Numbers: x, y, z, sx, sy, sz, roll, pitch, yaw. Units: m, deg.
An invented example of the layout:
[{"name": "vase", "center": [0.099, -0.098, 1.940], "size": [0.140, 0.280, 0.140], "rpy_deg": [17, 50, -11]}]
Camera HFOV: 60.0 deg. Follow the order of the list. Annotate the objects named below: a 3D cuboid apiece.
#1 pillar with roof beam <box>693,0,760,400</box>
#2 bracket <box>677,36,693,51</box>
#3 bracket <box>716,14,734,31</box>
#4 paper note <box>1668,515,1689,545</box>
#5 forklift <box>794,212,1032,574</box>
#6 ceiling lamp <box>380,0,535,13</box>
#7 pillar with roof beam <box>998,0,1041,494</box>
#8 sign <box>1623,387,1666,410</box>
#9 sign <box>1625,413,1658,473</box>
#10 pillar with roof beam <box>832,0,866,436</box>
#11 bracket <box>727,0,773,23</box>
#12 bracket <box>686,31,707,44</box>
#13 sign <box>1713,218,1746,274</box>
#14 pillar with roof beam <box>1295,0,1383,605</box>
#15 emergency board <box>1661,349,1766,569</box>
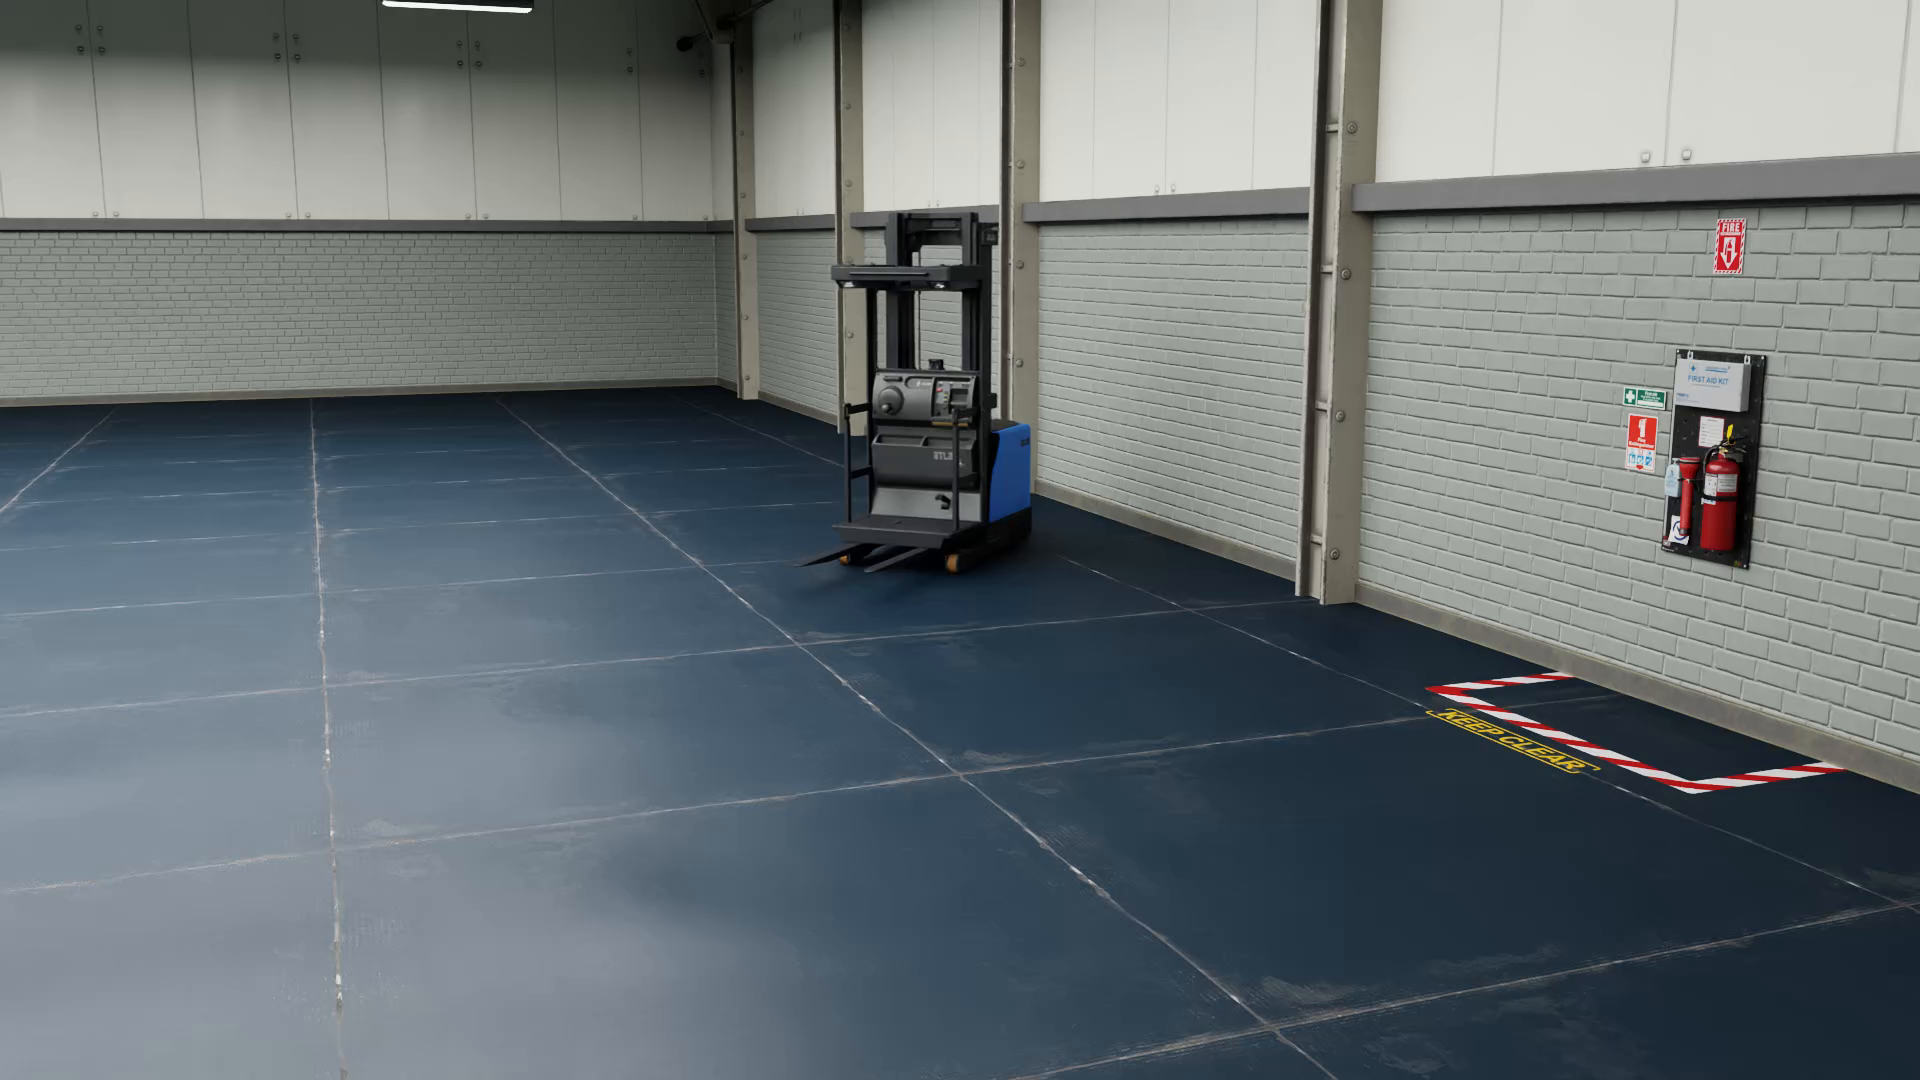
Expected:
[{"name": "pillar with roof beam", "center": [-7.729, -6.650, 26.940], "size": [9.100, 9.000, 0.548], "rpy_deg": [-4, 11, -21]}, {"name": "bracket", "center": [-5.056, -9.127, 30.589], "size": [0.235, 0.232, 0.430], "rpy_deg": [-4, 11, -21]}, {"name": "bracket", "center": [-3.897, -8.605, 27.653], "size": [0.235, 0.232, 0.430], "rpy_deg": [-4, 11, -21]}, {"name": "paper note", "center": [4.121, -0.058, 9.523], "size": [0.016, 0.148, 0.142], "rpy_deg": [-4, 11, -21]}, {"name": "forklift", "center": [-0.386, -1.249, 13.902], "size": [1.130, 2.935, 3.031], "rpy_deg": [4, 11, 23]}, {"name": "ceiling lamp", "center": [-6.939, -8.852, 22.649], "size": [2.000, 3.185, 0.800], "rpy_deg": [-4, 11, -21]}, {"name": "pillar with roof beam", "center": [-3.380, -4.691, 15.928], "size": [9.100, 9.000, 0.400], "rpy_deg": [-4, 11, -21]}, {"name": "sign", "center": [4.010, -0.832, 9.747], "size": [0.001, 0.109, 0.331], "rpy_deg": [-4, 11, -21]}, {"name": "sign", "center": [4.016, -0.572, 9.800], "size": [0.001, 0.329, 0.234], "rpy_deg": [-4, 11, -21]}, {"name": "pillar with roof beam", "center": [-5.554, -5.671, 21.434], "size": [9.100, 9.000, 0.400], "rpy_deg": [-4, 11, -21]}, {"name": "bracket", "center": [-2.963, -8.185, 25.289], "size": [0.076, 0.066, 4.783], "rpy_deg": [-4, 11, -21]}, {"name": "bracket", "center": [-4.842, -9.031, 30.047], "size": [0.076, 0.066, 3.189], "rpy_deg": [-4, 11, -21]}, {"name": "sign", "center": [4.211, -1.607, 9.099], "size": [0.001, 0.298, 0.199], "rpy_deg": [-4, 11, -21]}, {"name": "pillar with roof beam", "center": [-1.206, -3.712, 10.422], "size": [9.100, 9.000, 0.400], "rpy_deg": [-4, 11, -21]}, {"name": "emergency board", "center": [4.121, -0.458, 9.259], "size": [0.194, 1.169, 0.643], "rpy_deg": [-4, 11, -21]}]
